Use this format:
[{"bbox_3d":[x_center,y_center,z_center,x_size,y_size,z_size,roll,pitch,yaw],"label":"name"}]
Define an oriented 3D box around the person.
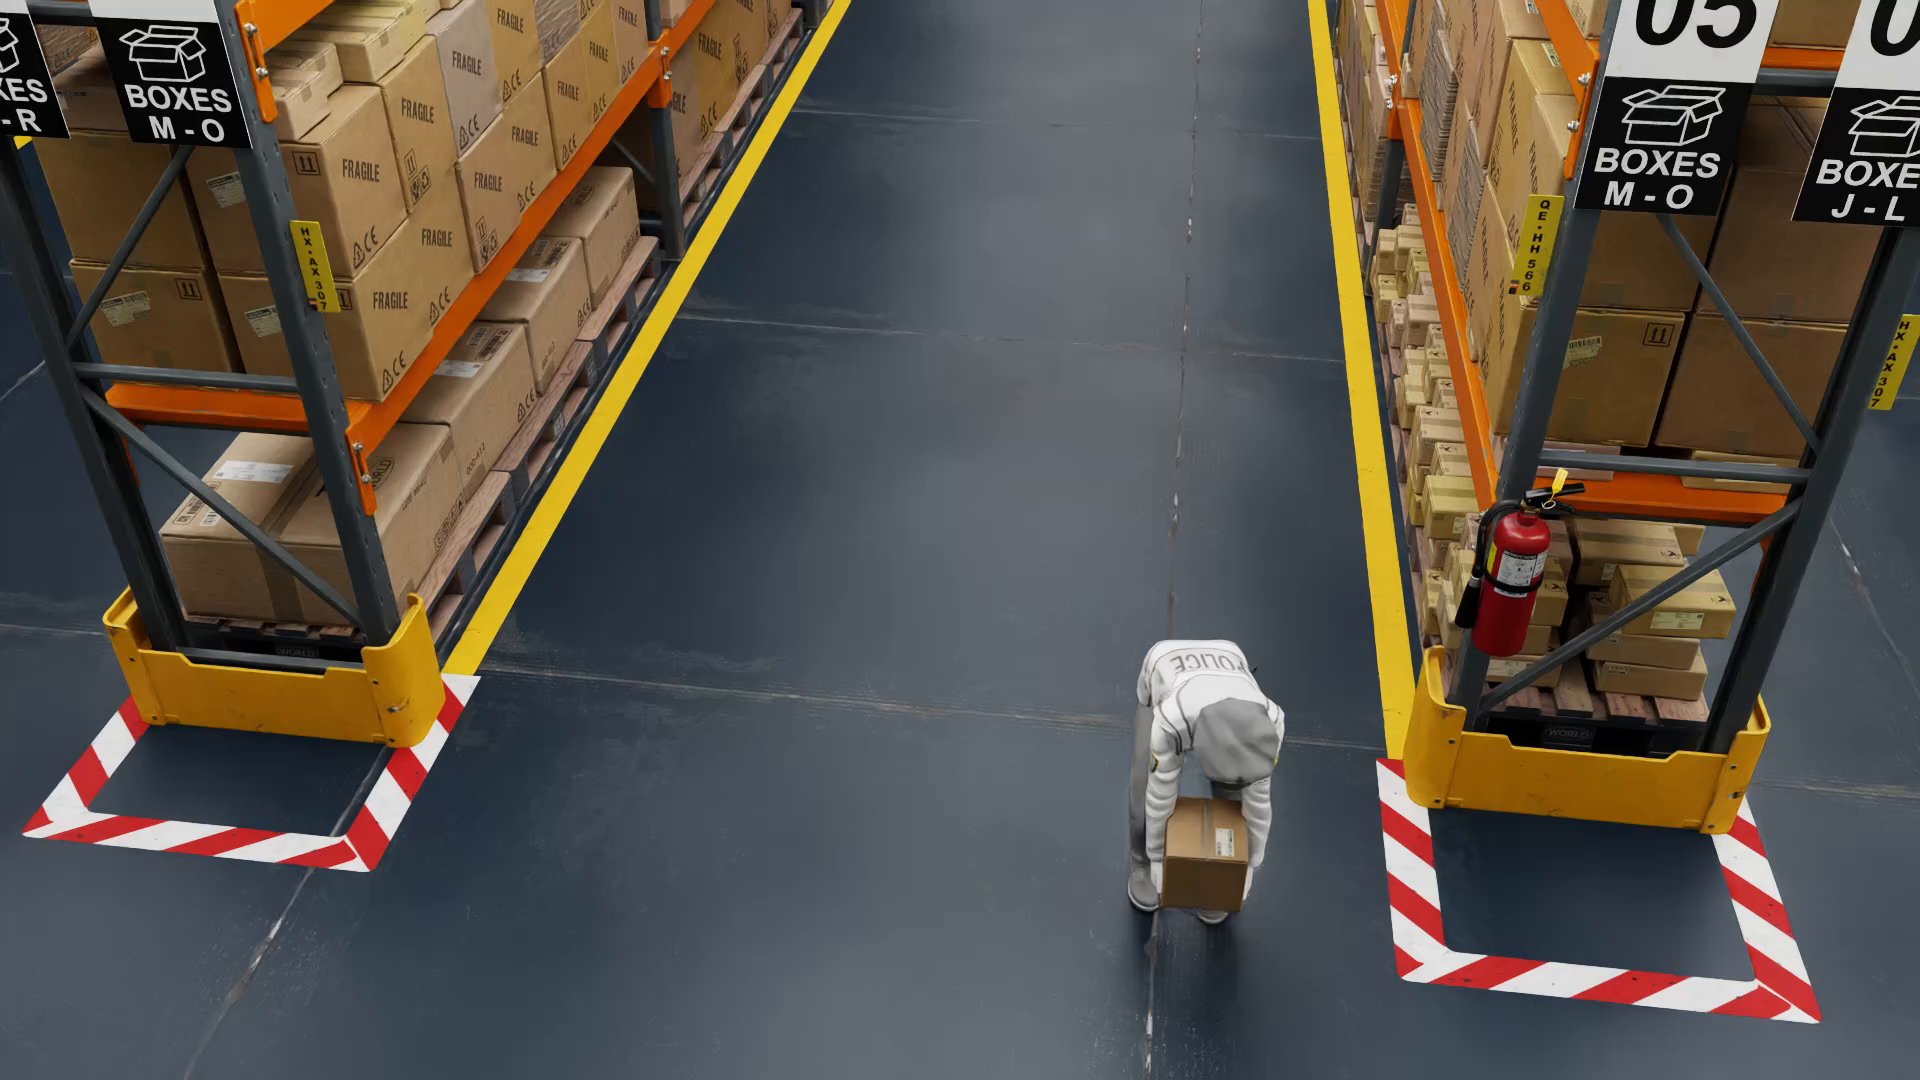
[{"bbox_3d":[0.777,0.825,5.363,0.424,1.269,0.888,0,36,-1],"label":"person"}]
